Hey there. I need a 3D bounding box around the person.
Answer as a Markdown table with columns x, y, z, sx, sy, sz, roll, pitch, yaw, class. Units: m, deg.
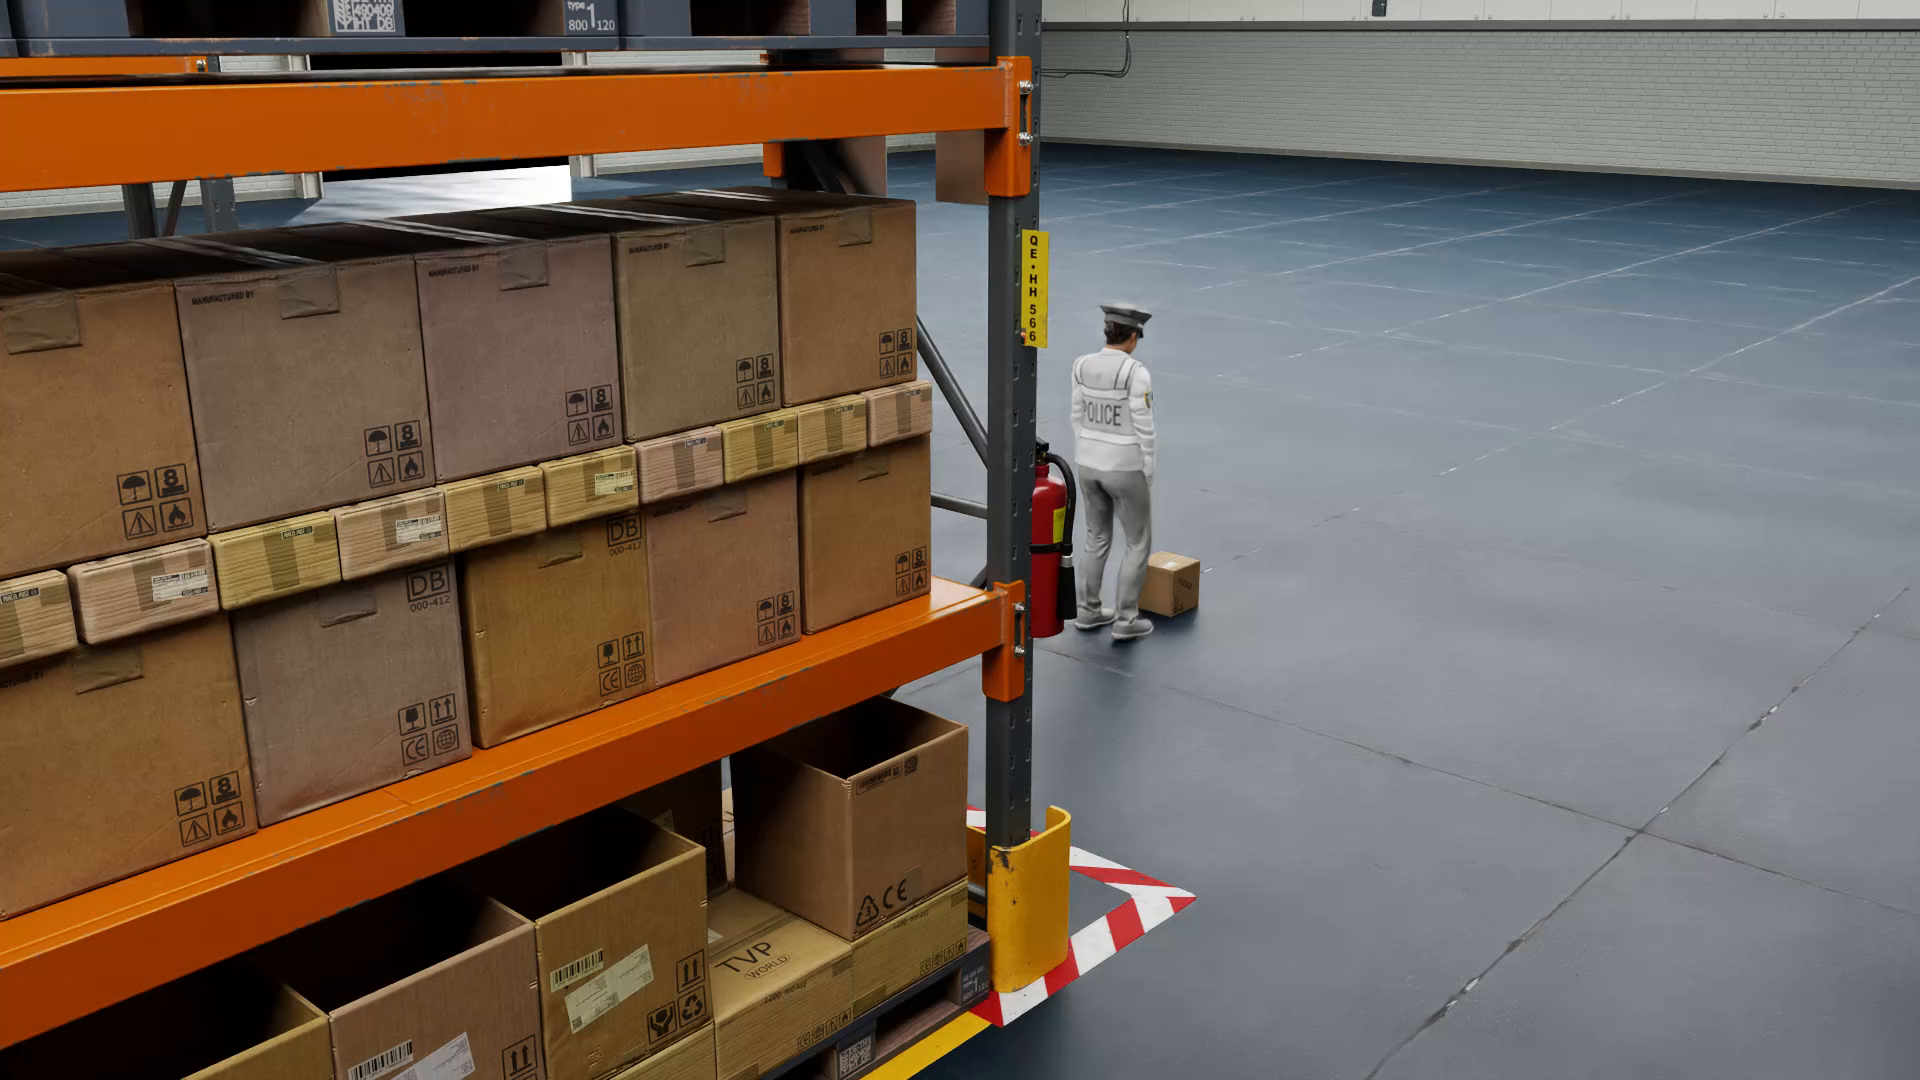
| x | y | z | sx | sy | sz | roll | pitch | yaw | class |
| --- | --- | --- | --- | --- | --- | --- | --- | --- | --- |
| 0.754 | -0.336 | 8.182 | 0.485 | 1.652 | 0.381 | 15 | 23 | 41 | person |
